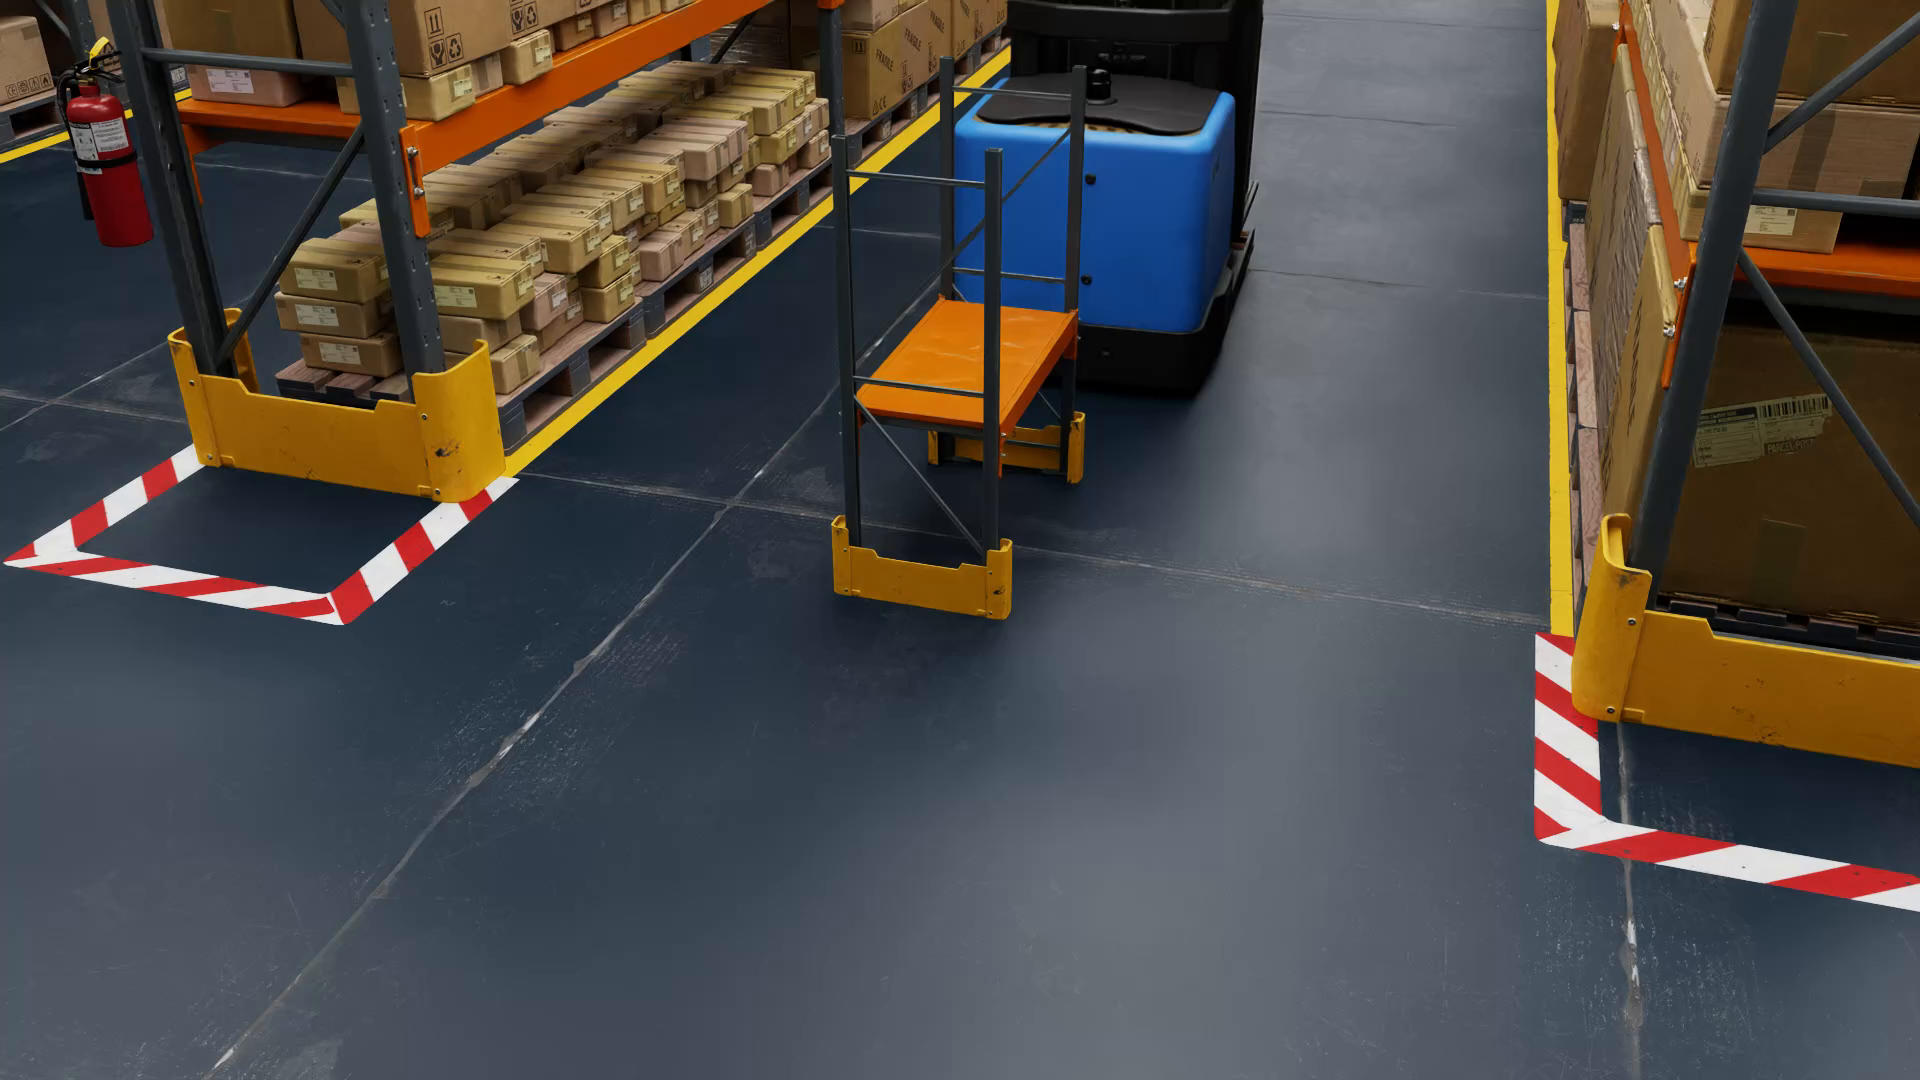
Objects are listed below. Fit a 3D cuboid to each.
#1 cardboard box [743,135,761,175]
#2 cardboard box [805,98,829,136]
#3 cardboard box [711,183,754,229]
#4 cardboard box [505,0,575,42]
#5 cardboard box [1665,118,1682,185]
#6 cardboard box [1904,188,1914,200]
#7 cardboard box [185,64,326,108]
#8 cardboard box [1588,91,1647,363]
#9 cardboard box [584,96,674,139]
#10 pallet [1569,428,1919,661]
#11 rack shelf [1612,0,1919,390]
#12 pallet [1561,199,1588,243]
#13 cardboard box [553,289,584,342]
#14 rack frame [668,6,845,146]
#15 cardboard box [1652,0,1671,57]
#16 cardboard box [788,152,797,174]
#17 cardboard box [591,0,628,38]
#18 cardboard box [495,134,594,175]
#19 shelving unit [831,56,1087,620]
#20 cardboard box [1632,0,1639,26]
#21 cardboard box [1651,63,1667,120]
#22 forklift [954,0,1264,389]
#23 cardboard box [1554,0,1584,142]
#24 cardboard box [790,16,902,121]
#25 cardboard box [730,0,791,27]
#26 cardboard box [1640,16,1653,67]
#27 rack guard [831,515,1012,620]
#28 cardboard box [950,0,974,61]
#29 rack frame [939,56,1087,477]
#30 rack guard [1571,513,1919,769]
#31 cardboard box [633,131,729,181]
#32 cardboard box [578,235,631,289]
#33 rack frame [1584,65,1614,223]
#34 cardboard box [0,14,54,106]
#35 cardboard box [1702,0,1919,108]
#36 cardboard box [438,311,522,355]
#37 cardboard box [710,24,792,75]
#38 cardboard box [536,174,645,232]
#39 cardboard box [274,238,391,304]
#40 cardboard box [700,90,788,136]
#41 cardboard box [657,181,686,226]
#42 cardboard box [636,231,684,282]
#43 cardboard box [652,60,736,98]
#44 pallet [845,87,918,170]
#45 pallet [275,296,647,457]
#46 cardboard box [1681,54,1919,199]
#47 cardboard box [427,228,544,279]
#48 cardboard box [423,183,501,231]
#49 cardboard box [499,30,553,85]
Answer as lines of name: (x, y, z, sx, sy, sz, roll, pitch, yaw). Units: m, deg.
cardboard box: (-1.226, -1.940, 8.346, 0.380, 0.149, 0.250, 9, 30, 15)
cardboard box: (-0.929, -2.297, 8.988, 0.380, 0.149, 0.250, 9, 30, 16)
cardboard box: (-1.234, -1.647, 8.126, 0.380, 0.149, 0.250, 8, 30, 15)
cardboard box: (-1.786, -2.158, 6.134, 0.500, 0.500, 0.500, 9, 30, 15)
cardboard box: (2.337, -1.148, 4.987, 0.380, 0.149, 0.250, 9, 30, 15)
cardboard box: (2.966, -1.054, 4.818, 0.380, 0.149, 0.250, 8, 30, 14)
cardboard box: (-2.489, -1.644, 5.879, 0.380, 0.149, 0.250, 9, 30, 15)
cardboard box: (3.037, -1.208, 6.589, 0.875, 0.875, 0.875, 8, 30, 15)
cardboard box: (-1.659, -2.120, 8.364, 0.380, 0.149, 0.250, 8, 30, 14)
pallet: (2.557, 0.028, 5.482, 1.003, 0.211, 1.213, 8, 30, 15)
rack shelf: (2.984, -1.423, 5.962, 1.077, 0.370, 4.000, 8, 30, 15)
pallet: (3.726, -1.817, 8.800, 1.003, 0.211, 1.213, 8, 30, 15)
cardboard box: (-1.790, -0.947, 6.868, 0.380, 0.149, 0.250, 9, 30, 15)
rack frame: (-1.141, -3.421, 8.814, 1.000, 3.000, 0.127, 8, 30, 15)
cardboard box: (2.733, -1.850, 5.838, 0.500, 0.250, 0.500, 9, 30, 15)
cardboard box: (-1.086, -2.019, 8.795, 0.380, 0.149, 0.250, 9, 30, 16)
cardboard box: (-1.593, -2.171, 6.826, 0.380, 0.149, 0.250, 8, 30, 14)
cardboard box: (-1.923, -1.766, 7.727, 0.380, 0.149, 0.250, 9, 30, 15)
shelving unit: (0.022, -0.691, 5.449, 0.587, 1.500, 1.083, 8, 30, 15)
cardboard box: (3.013, -2.222, 6.917, 0.380, 0.149, 0.250, 9, 30, 17)
cardboard box: (2.561, -1.506, 5.630, 0.380, 0.149, 0.250, 9, 30, 15)
forklift: (0.829, -2.590, 7.391, 1.130, 2.935, 3.031, 7, 30, 13)
cardboard box: (4.002, -2.637, 9.159, 1.225, 0.875, 0.875, 7, 30, 13)
cardboard box: (-0.670, -2.818, 9.869, 0.500, 0.500, 0.500, 10, 31, 17)
cardboard box: (-1.164, -3.222, 9.825, 0.500, 0.250, 0.500, 8, 30, 14)
cardboard box: (2.787, -1.864, 6.274, 0.380, 0.149, 0.250, 9, 30, 15)
rack guard: (-0.124, 0.087, 5.337, 0.587, 0.250, 0.087, 8, 30, 15)
cardboard box: (-0.205, -3.539, 11.166, 0.500, 0.500, 0.500, 7, 30, 13)
rack frame: (0.174, -0.931, 5.881, 0.500, 1.500, 0.032, 8, 30, 15)
rack guard: (2.390, 0.296, 4.704, 1.175, 0.500, 0.348, 8, 30, 15)
cardboard box: (-1.309, -1.800, 7.788, 0.380, 0.149, 0.250, 7, 30, 13)
cardboard box: (-1.615, -1.186, 6.991, 0.380, 0.149, 0.250, 9, 30, 16)
rack frame: (3.571, -2.666, 7.458, 1.000, 3.000, 0.127, 8, 30, 15)
cardboard box: (-6.189, -2.868, 10.023, 0.875, 0.438, 0.875, 8, 30, 14)
cardboard box: (2.289, -1.464, 4.372, 0.500, 0.500, 0.500, 9, 30, 15)
cardboard box: (-1.915, -0.837, 6.363, 0.380, 0.149, 0.250, 10, 31, 17)
cardboard box: (-1.164, -2.892, 10.003, 0.500, 0.500, 0.500, 8, 30, 14)
cardboard box: (-1.590, -1.454, 7.166, 0.380, 0.149, 0.250, 10, 31, 17)
cardboard box: (-2.401, -1.042, 6.426, 0.380, 0.149, 0.250, 9, 30, 15)
cardboard box: (-1.099, -2.175, 8.463, 0.380, 0.149, 0.250, 8, 30, 14)
cardboard box: (-1.499, -1.579, 7.698, 0.380, 0.149, 0.250, 10, 31, 17)
cardboard box: (-1.470, -1.286, 7.477, 0.380, 0.149, 0.250, 7, 30, 12)
cardboard box: (-1.440, -2.488, 9.026, 0.380, 0.149, 0.250, 10, 31, 17)
pallet: (-0.913, -2.565, 10.143, 1.003, 0.211, 1.213, 8, 30, 15)
pallet: (-2.020, -0.752, 6.884, 1.003, 0.211, 1.213, 8, 30, 15)
cardboard box: (2.286, -1.135, 4.553, 0.500, 0.250, 0.500, 8, 30, 14)
cardboard box: (-1.870, -1.100, 6.531, 0.380, 0.149, 0.250, 9, 30, 16)
cardboard box: (-2.182, -1.400, 7.071, 0.380, 0.149, 0.250, 7, 30, 13)
cardboard box: (-1.741, -1.798, 6.155, 0.380, 0.149, 0.250, 8, 30, 13)
